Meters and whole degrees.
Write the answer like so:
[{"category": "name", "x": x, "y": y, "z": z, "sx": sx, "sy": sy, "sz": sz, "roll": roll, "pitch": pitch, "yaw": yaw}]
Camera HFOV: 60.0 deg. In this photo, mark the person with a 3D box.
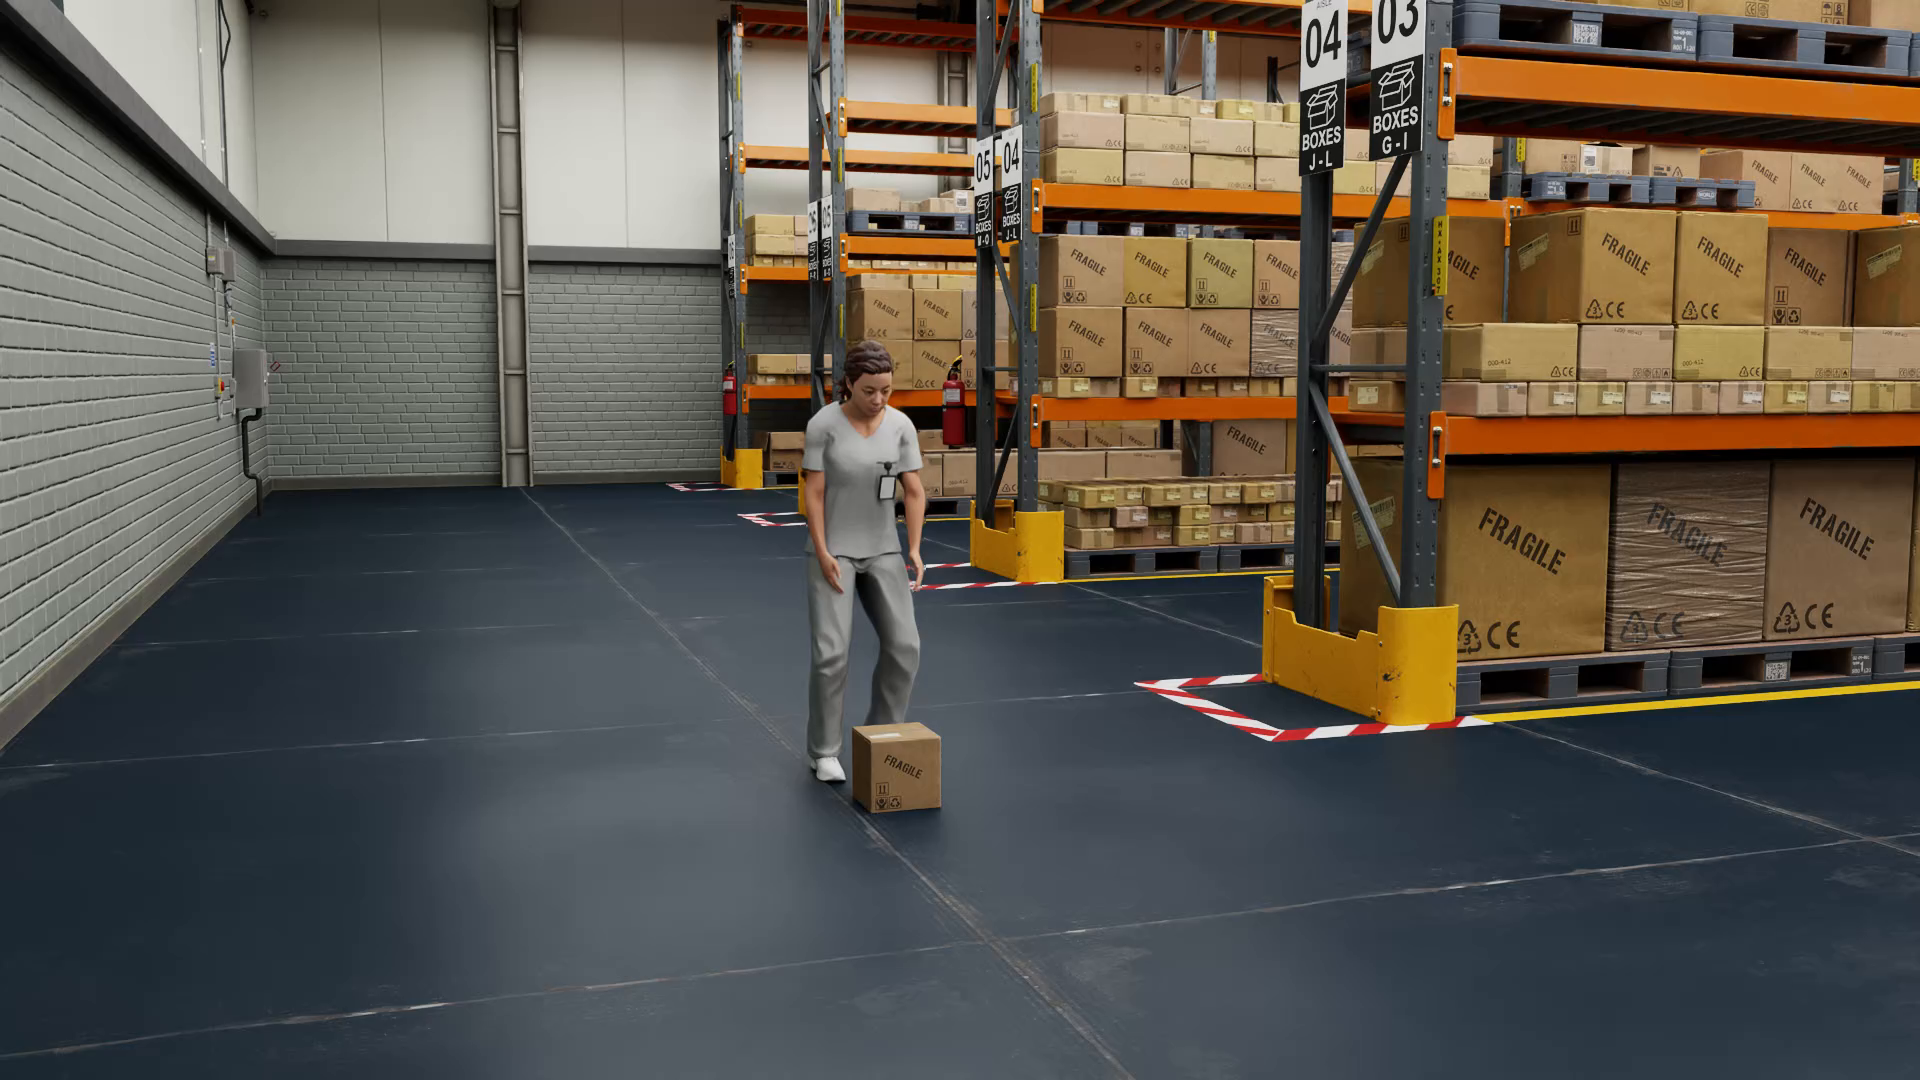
[{"category": "person", "x": -0.354, "y": 0.073, "z": 6.158, "sx": 0.464, "sy": 1.616, "sz": 0.406, "roll": -2, "pitch": 6, "yaw": -17}]
